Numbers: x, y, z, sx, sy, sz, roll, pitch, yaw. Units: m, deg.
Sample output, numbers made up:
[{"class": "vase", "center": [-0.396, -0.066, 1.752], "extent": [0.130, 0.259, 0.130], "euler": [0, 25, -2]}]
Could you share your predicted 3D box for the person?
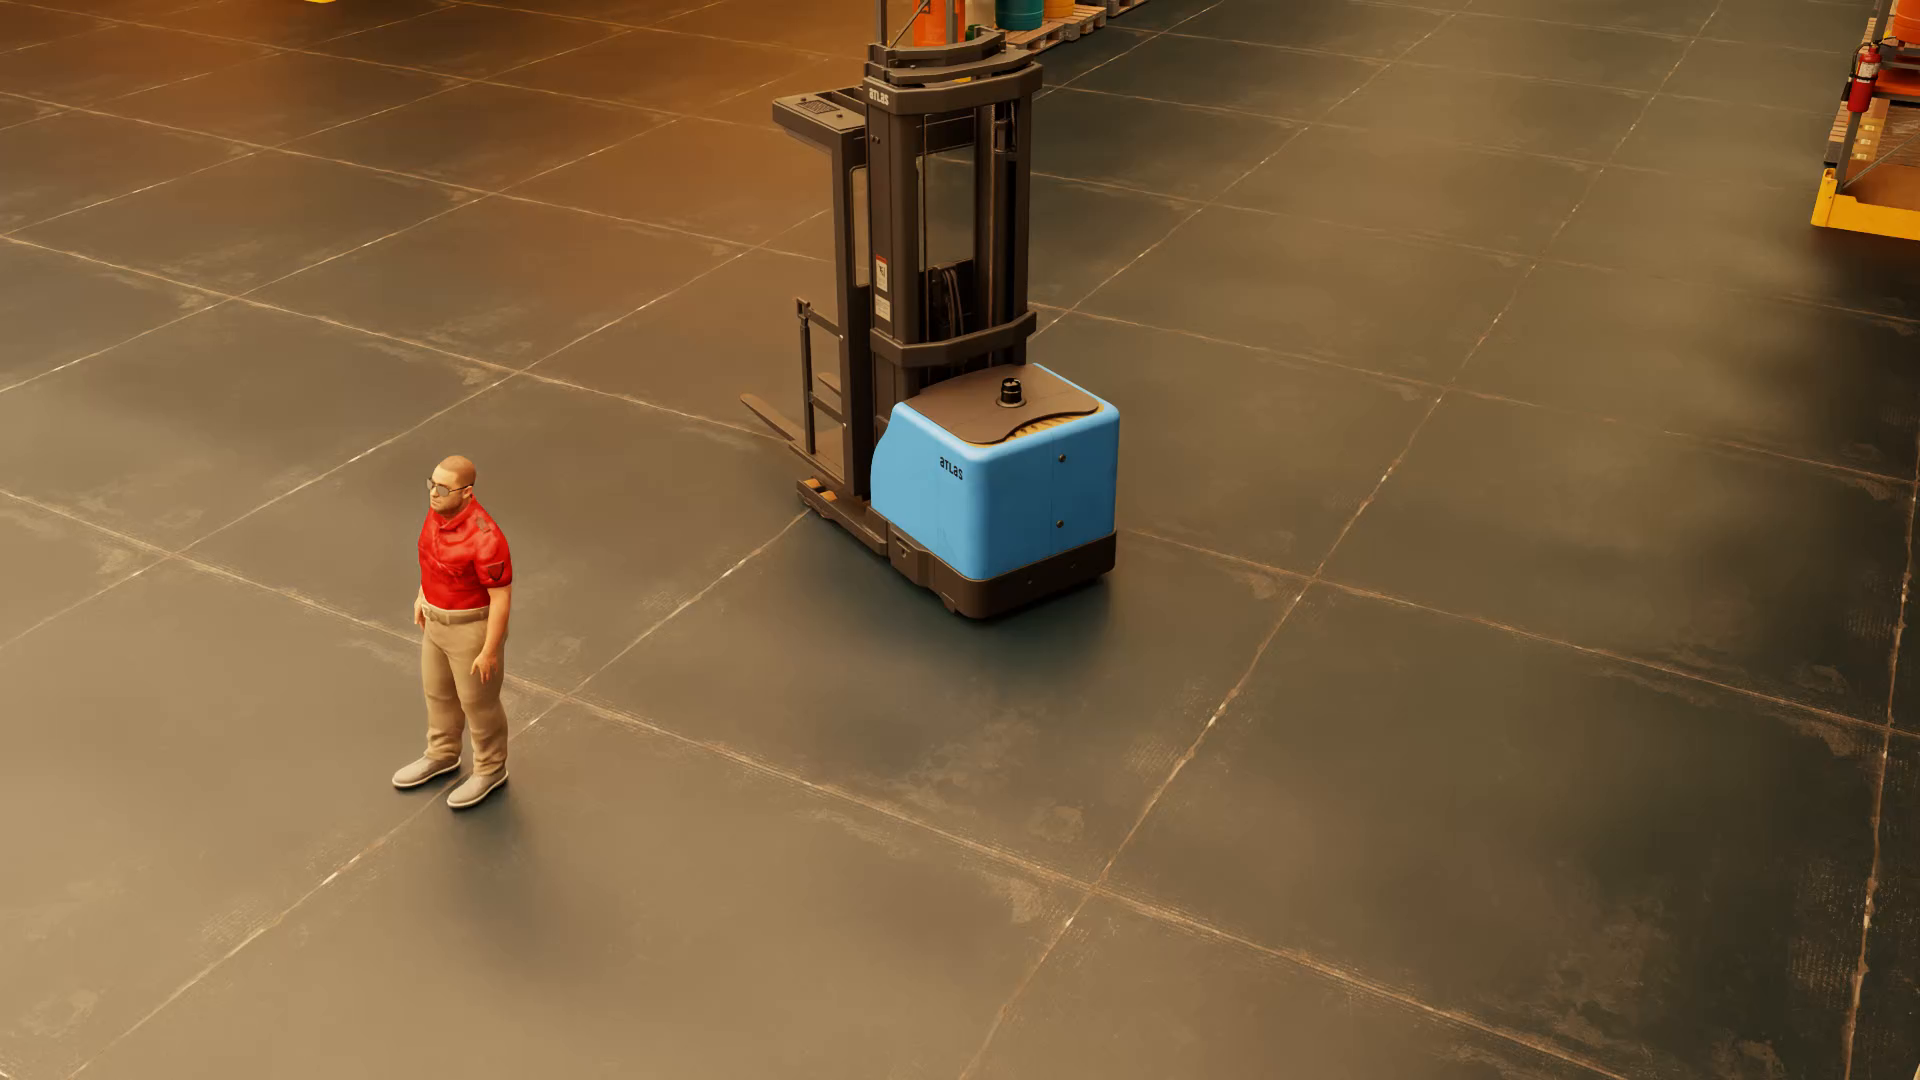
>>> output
[{"class": "person", "center": [-2.322, 0.430, 7.512], "extent": [0.550, 1.728, 0.642], "euler": [-26, 39, -37]}]

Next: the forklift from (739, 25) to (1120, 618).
[{"class": "forklift", "center": [-0.357, -1.527, 9.716], "extent": [1.130, 2.935, 3.031], "euler": [-19, 35, -30]}]
